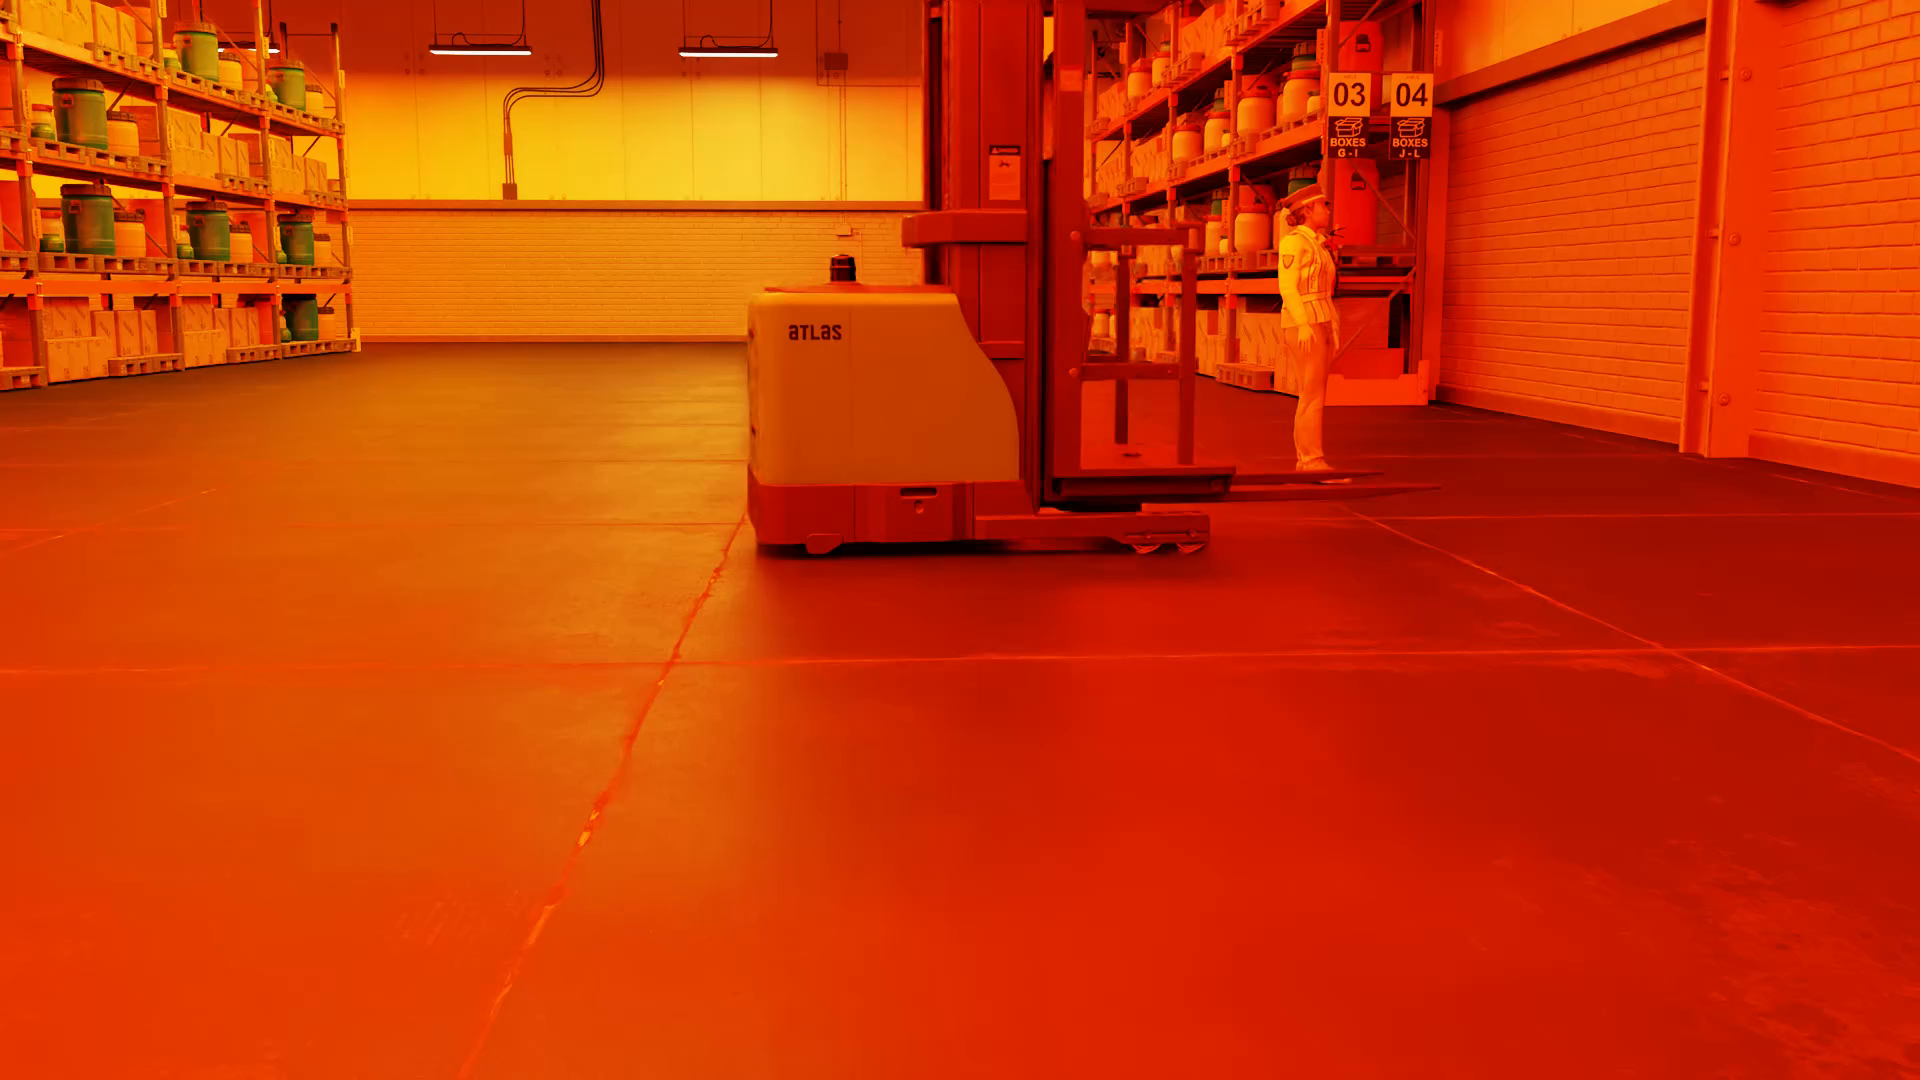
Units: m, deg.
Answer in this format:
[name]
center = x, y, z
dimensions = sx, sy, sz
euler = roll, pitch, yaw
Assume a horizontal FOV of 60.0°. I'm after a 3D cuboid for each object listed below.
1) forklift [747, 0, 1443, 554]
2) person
[forklift]
center = 0.597, -1.473, 7.254
dimensions = 3.031, 2.935, 1.130
euler = -2, 9, -10
[person]
center = 2.076, -1.195, 9.540
dimensions = 0.532, 1.694, 0.584
euler = 5, 10, 30
